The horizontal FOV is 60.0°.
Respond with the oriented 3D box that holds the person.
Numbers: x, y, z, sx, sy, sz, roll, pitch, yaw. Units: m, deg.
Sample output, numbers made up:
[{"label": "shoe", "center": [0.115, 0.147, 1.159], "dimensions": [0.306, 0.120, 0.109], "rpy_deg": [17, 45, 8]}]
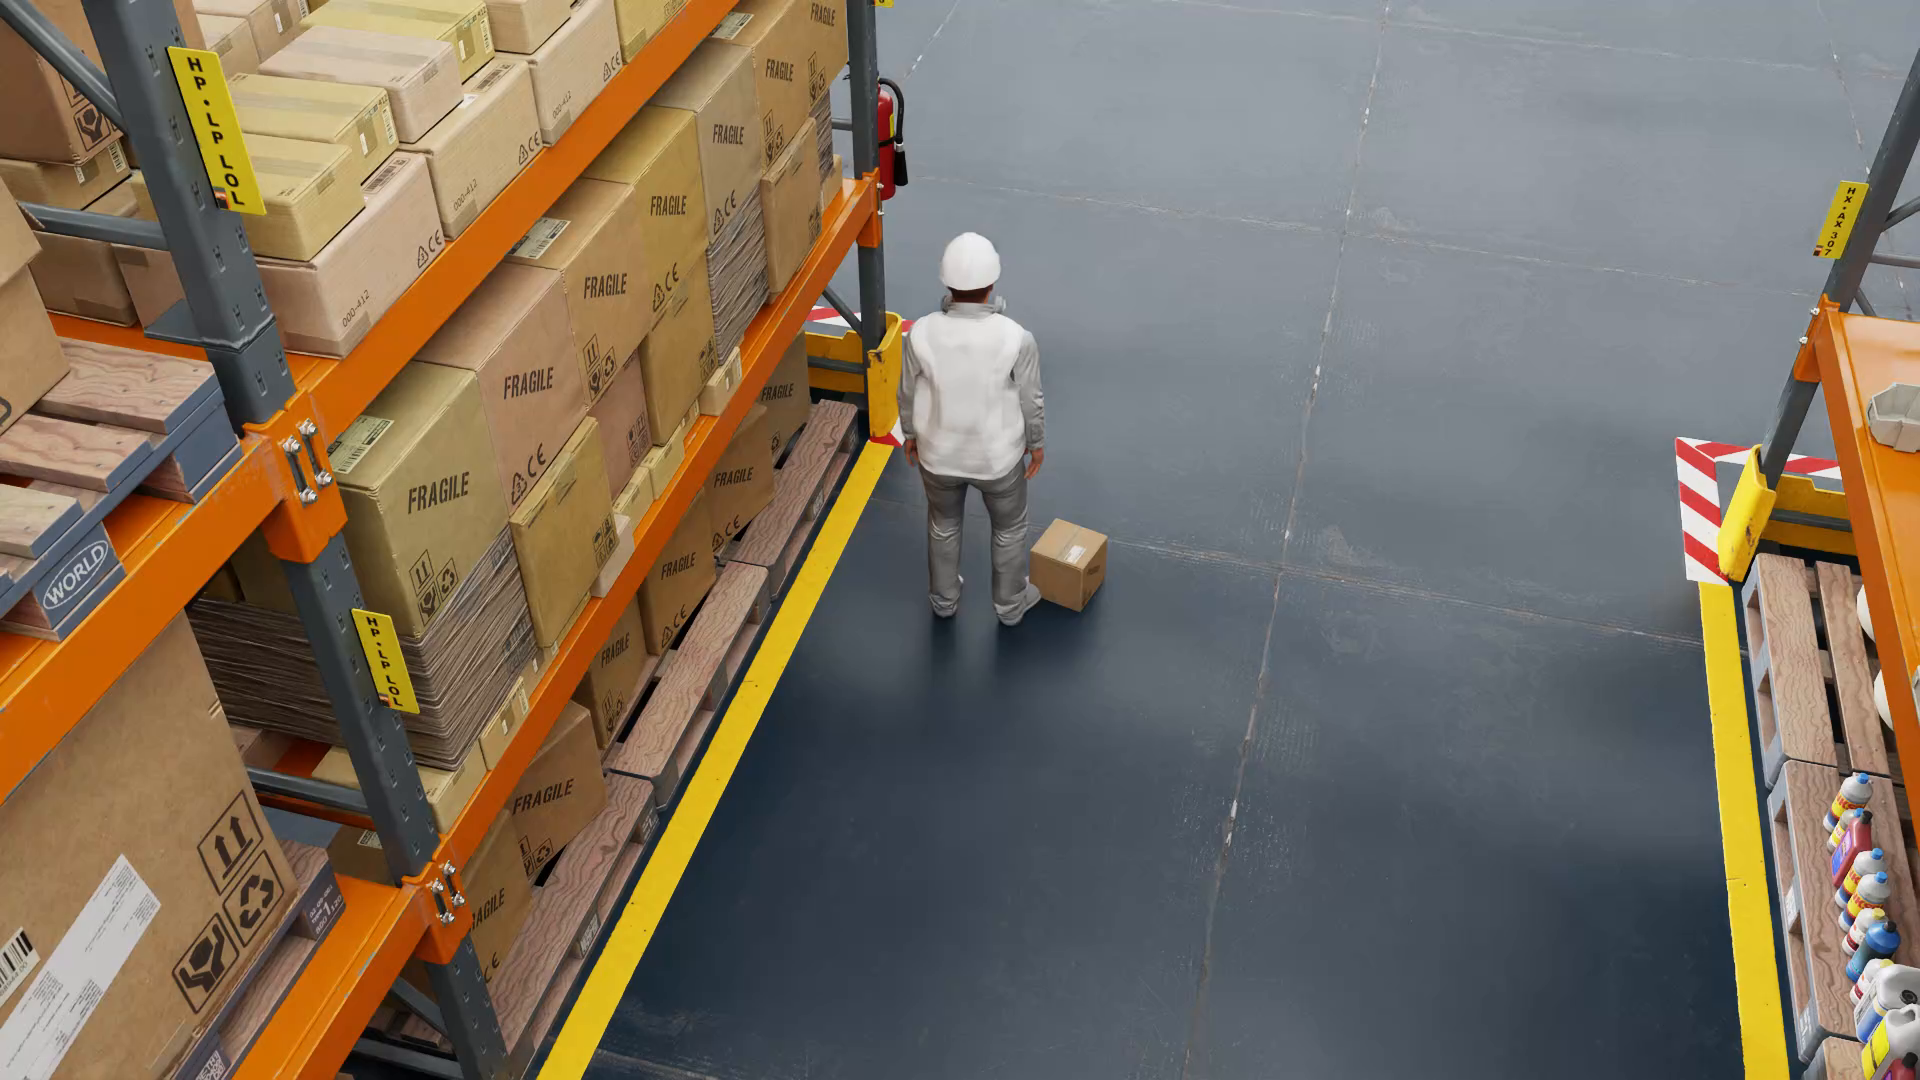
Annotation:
[{"label": "person", "center": [0.050, -0.390, 6.591], "dimensions": [0.583, 1.769, 0.465], "rpy_deg": [7, 41, 8]}]
